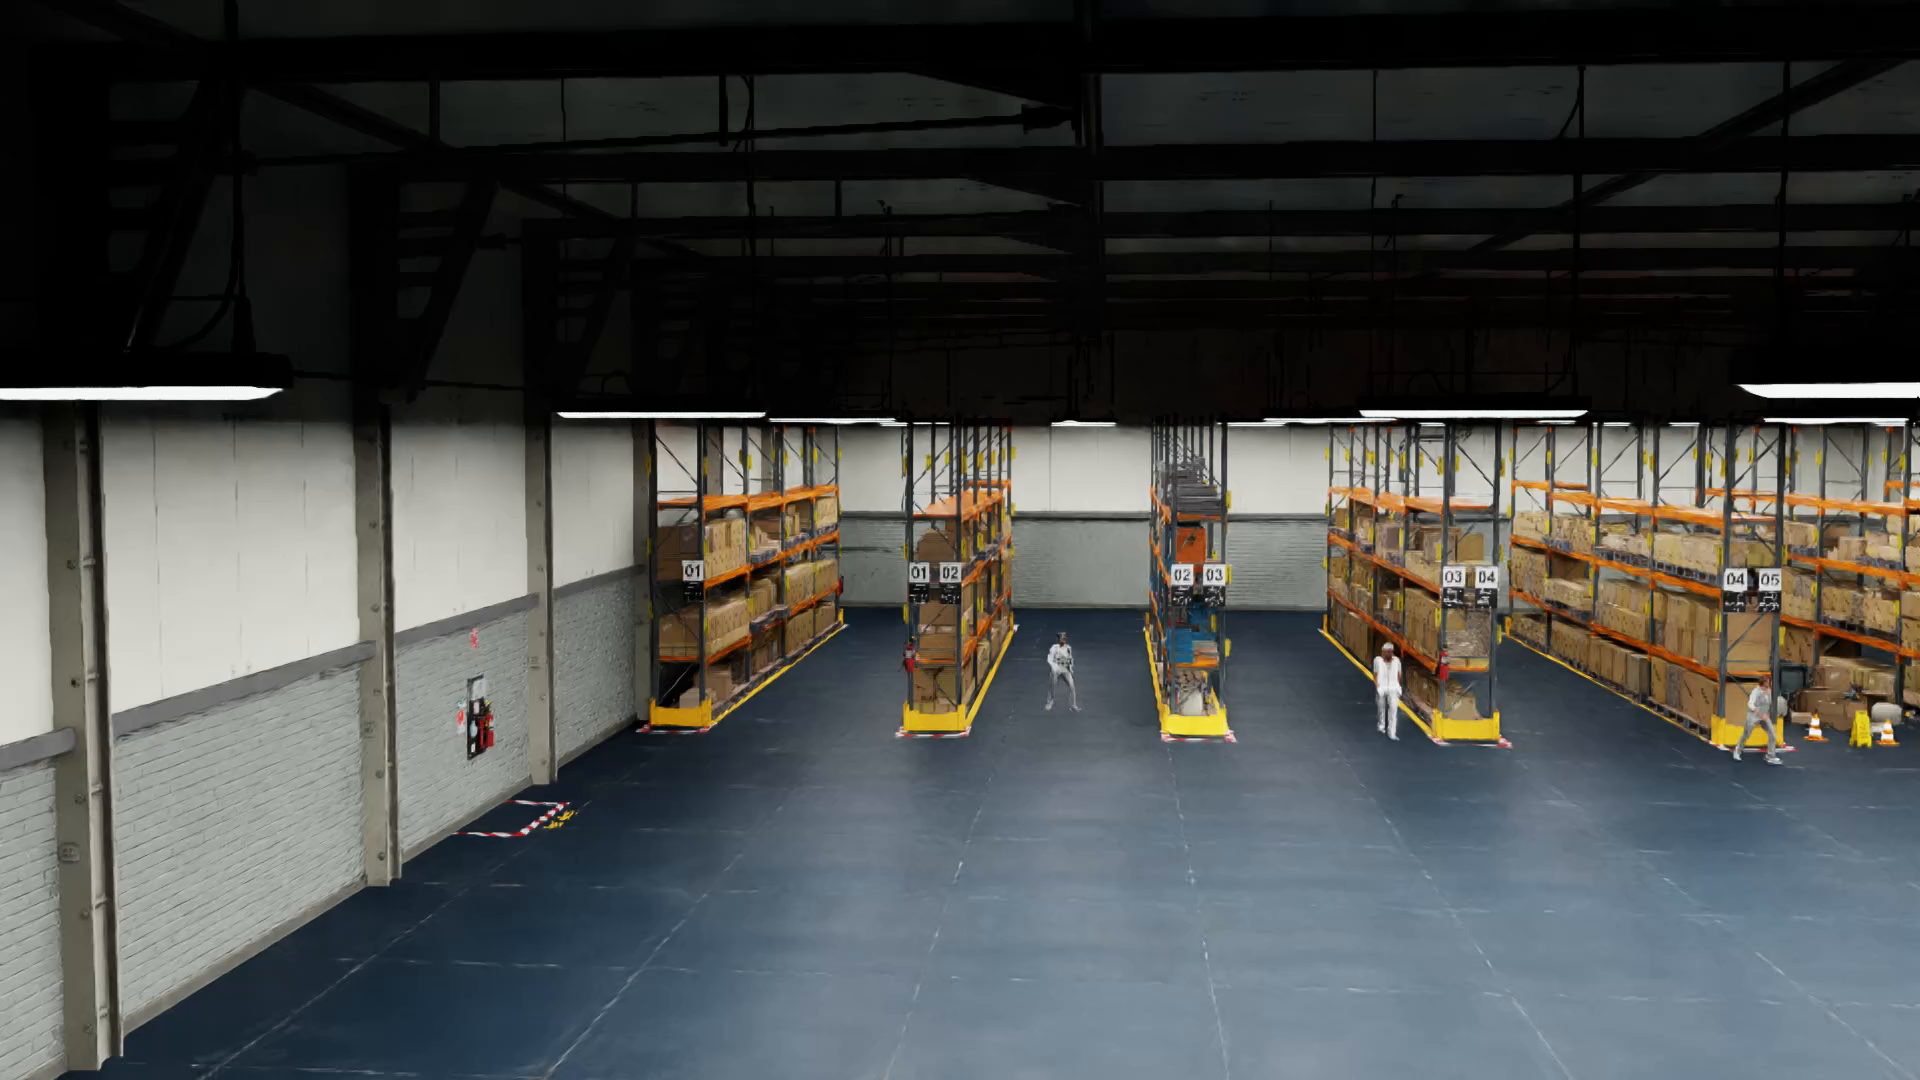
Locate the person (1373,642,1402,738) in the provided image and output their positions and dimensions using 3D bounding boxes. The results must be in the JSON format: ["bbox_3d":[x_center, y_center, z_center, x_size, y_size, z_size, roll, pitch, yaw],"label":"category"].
[{"bbox_3d":[7.943,2.752,30.882,0.562,1.727,0.930,0,4,7],"label":"person"}]

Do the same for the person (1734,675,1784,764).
[{"bbox_3d":[13.644,3.033,28.429,0.562,1.527,0.782,-1,4,-12],"label":"person"}]

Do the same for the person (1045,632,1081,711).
[{"bbox_3d":[2.042,2.643,33.679,0.634,1.606,0.798,-1,4,-13],"label":"person"}]
